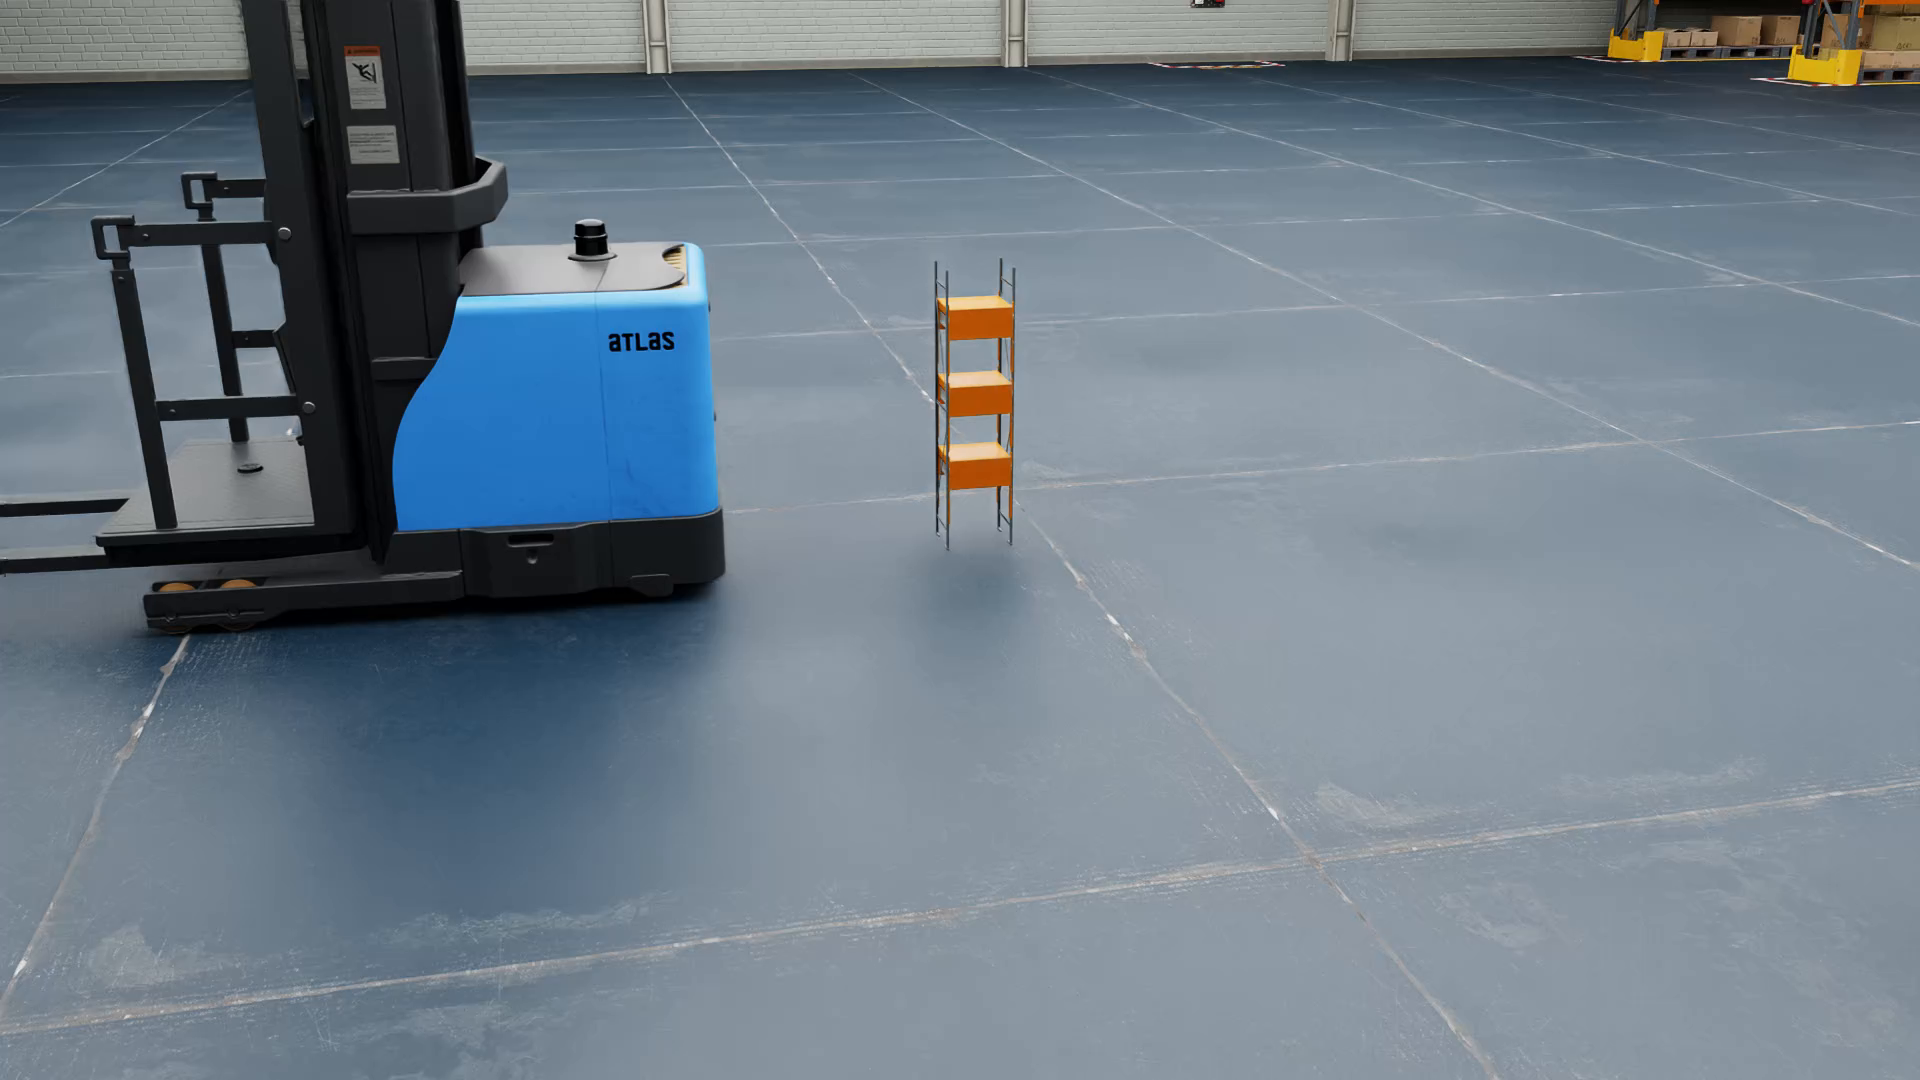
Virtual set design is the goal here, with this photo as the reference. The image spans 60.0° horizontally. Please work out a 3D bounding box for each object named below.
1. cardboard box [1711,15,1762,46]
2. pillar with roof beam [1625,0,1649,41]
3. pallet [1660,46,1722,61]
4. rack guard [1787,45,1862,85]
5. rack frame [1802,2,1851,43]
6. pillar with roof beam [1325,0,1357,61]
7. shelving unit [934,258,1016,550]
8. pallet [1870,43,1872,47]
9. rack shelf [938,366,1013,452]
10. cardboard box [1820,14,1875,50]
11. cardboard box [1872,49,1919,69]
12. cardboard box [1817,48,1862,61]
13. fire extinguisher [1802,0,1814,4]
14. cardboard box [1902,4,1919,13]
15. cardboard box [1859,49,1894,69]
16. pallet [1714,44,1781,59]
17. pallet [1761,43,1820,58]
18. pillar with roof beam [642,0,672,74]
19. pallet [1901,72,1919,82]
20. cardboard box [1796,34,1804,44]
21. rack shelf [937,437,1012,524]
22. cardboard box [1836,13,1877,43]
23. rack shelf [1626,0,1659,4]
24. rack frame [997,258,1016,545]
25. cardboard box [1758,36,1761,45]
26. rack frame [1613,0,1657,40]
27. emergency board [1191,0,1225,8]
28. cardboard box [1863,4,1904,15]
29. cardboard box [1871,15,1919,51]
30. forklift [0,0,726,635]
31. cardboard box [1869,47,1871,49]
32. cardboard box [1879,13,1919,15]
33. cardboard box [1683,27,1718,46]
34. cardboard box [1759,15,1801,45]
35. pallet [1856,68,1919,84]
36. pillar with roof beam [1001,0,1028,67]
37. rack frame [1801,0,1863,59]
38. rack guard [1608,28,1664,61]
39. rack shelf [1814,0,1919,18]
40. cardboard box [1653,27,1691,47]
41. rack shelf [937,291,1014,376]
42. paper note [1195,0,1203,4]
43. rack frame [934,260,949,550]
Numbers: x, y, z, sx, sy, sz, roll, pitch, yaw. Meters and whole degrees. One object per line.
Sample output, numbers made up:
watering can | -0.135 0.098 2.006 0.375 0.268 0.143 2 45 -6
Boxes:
cardboard box | 14.094 -9.263 30.234 0.500 0.500 0.700 -6 21 -16
pillar with roof beam | 13.593 -11.840 25.553 0.400 9.000 9.100 -5 21 -12
pallet | 12.992 -8.868 30.216 1.213 0.211 1.003 -5 21 -12
rack guard | 13.240 -7.285 25.475 0.348 0.500 1.175 -5 21 -12
rack frame | 16.012 -10.435 30.441 0.127 3.000 1.000 -5 21 -12
pillar with roof beam | 7.754 -11.365 24.256 0.400 9.000 9.100 -5 21 -12
shelving unit | 0.052 -0.497 6.146 0.252 1.050 0.215 -5 21 -12
pallet | 16.770 -9.188 31.090 1.213 0.211 1.003 -5 21 -12
rack shelf | 0.052 -0.487 6.149 0.240 0.259 0.215 -5 21 -12
cardboard box | 13.717 -7.861 25.710 0.500 0.500 0.500 -5 21 -12
cardboard box | 14.322 -7.376 25.475 0.500 0.250 0.500 -5 21 -12
cardboard box | 13.717 -7.508 25.837 0.500 0.250 0.500 -5 21 -12
fire extinguisher | 13.041 -8.571 25.463 0.183 0.674 0.296 -5 21 -12
cardboard box | 17.658 -9.962 31.055 0.500 0.250 0.500 -5 21 -14
cardboard box | 13.836 -7.335 25.364 0.500 0.250 0.500 -5 21 -12
pallet | 14.177 -8.963 30.476 1.213 0.211 1.003 -5 21 -12
pallet | 15.367 -9.061 30.743 1.213 0.211 1.003 -5 21 -12
pillar with roof beam | -3.924 -10.415 21.663 0.400 9.000 9.100 -5 21 -12
pallet | 15.183 -7.321 25.994 1.213 0.211 1.003 -5 21 -12
cardboard box | 15.499 -9.259 30.709 0.250 0.166 0.380 -7 21 -20
rack shelf | 0.052 -0.226 6.245 0.240 0.259 0.215 -5 21 -12
cardboard box | 16.725 -9.532 30.969 0.500 0.500 0.700 -4 20 -11
rack shelf | 14.066 -9.939 30.132 4.000 0.370 1.077 -5 21 -12
rack frame | 0.171 -0.507 6.172 0.008 1.050 0.200 -5 21 -12
cardboard box | 14.451 -9.183 30.528 0.250 0.149 0.380 -6 21 -17
rack frame | 12.120 -10.119 29.577 0.127 3.000 1.000 -5 21 -12
emergency board | 4.349 -9.806 28.723 0.643 1.169 0.194 -5 21 -12
cardboard box | 17.153 -9.920 30.939 0.500 0.250 0.500 -5 21 -14
cardboard box | 14.322 -7.727 25.345 0.500 0.500 0.500 -5 21 -12
forklift | -2.382 -1.261 5.496 3.031 2.935 1.130 -3 20 -9
cardboard box | 14.201 -7.552 25.956 0.500 0.250 0.500 -5 21 -12
cardboard box | 14.686 -7.945 25.940 0.500 0.500 0.500 -5 21 -12
cardboard box | 13.369 -9.132 30.154 0.500 0.311 0.500 -3 20 -8
cardboard box | 15.012 -9.373 30.534 0.500 0.500 0.500 -6 21 -17
pallet | 13.998 -7.226 25.734 1.213 0.211 1.003 -5 21 -12
pillar with roof beam | 1.915 -10.890 22.960 0.400 9.000 9.100 -5 21 -12
rack frame | 13.263 -8.461 25.051 0.127 3.000 1.000 -5 21 -12
rack guard | 12.194 -8.951 30.023 0.348 0.500 1.175 -5 21 -12
rack shelf | 15.210 -8.281 25.607 4.000 0.370 1.077 -5 21 -12
cardboard box | 12.814 -9.087 30.031 0.500 0.311 0.500 -7 21 -19
rack shelf | 0.052 -0.754 6.052 0.240 0.259 0.215 -5 21 -12
paper note | 4.161 -9.401 28.899 0.142 0.148 0.016 -5 21 -12
rack frame | -0.067 -0.488 6.119 0.008 1.050 0.200 -5 21 -12
